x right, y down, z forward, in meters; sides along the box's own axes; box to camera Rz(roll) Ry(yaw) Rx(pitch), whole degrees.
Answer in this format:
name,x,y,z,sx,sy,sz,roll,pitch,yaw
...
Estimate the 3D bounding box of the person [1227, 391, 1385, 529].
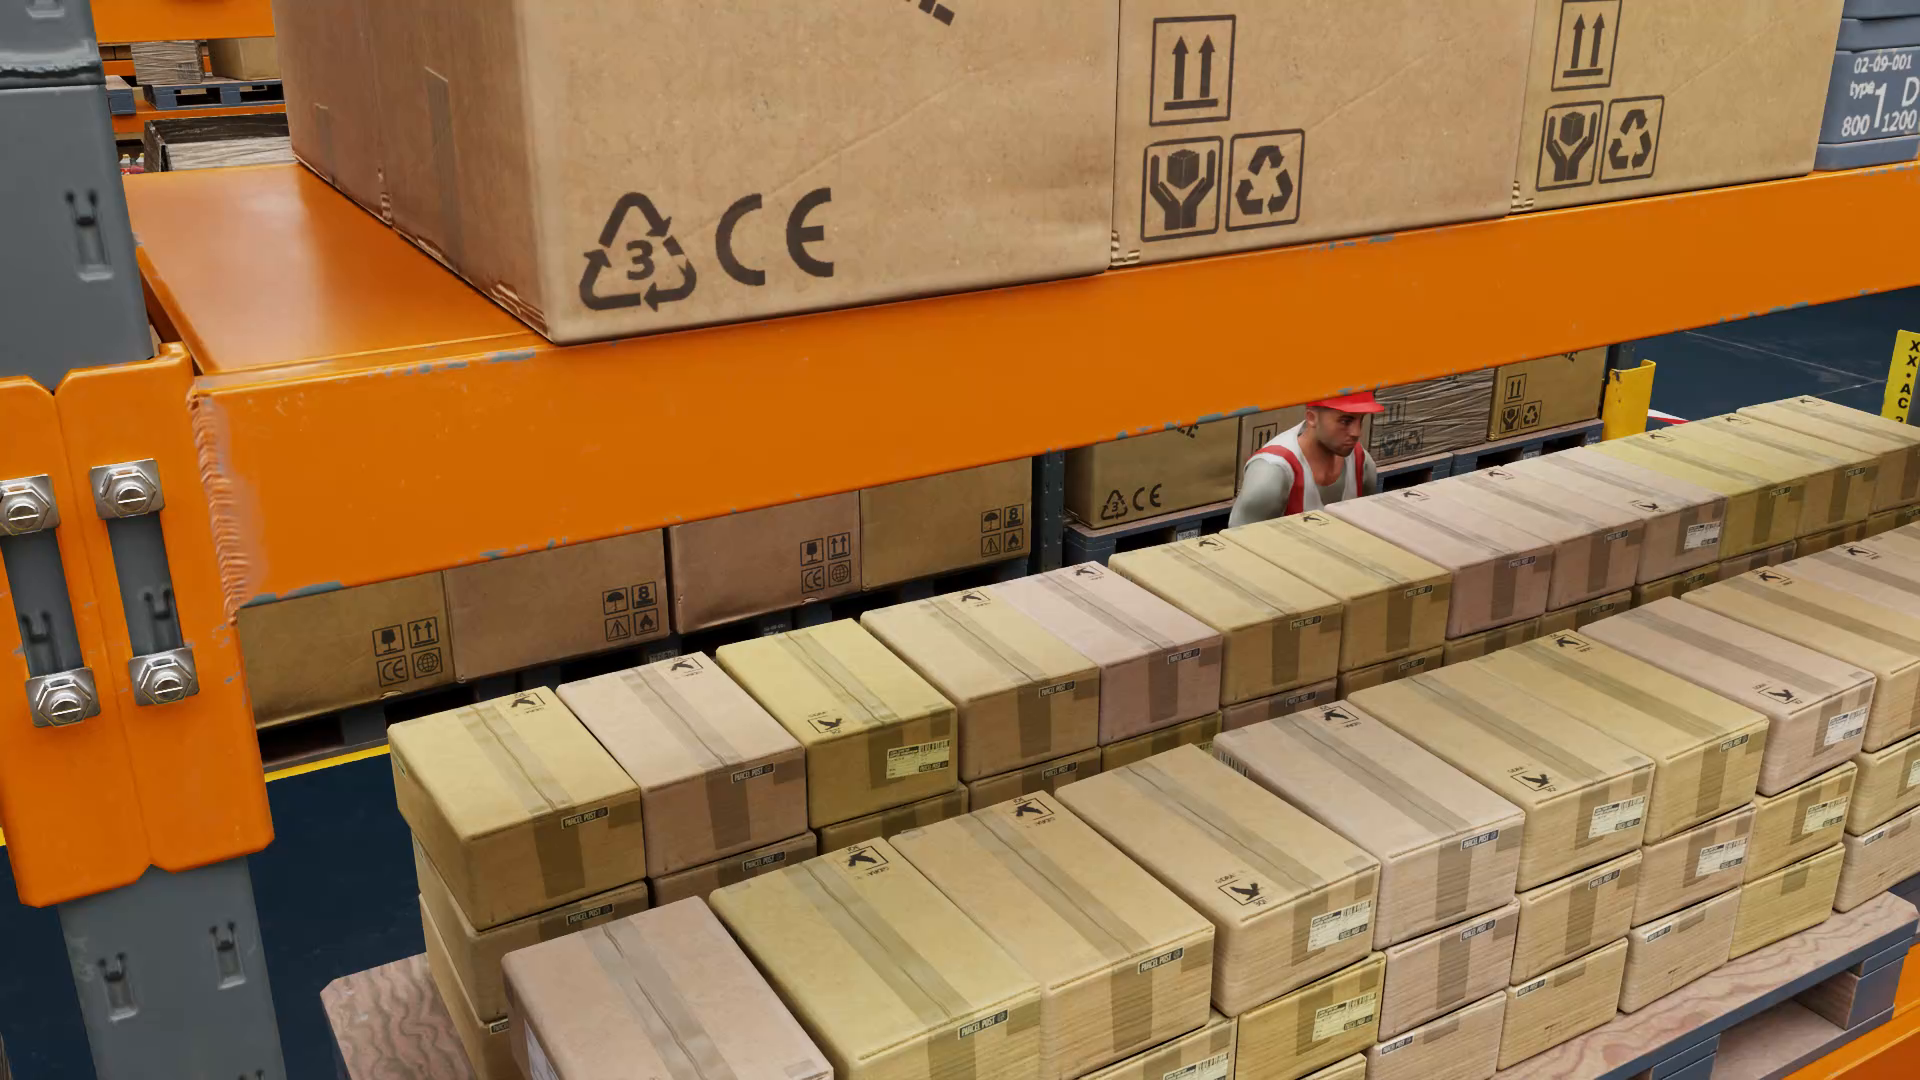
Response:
name,x,y,z,sx,sy,sz,roll,pitch,yaw
person,1.101,0.271,5.378,0.609,1.780,0.448,-12,25,-28
